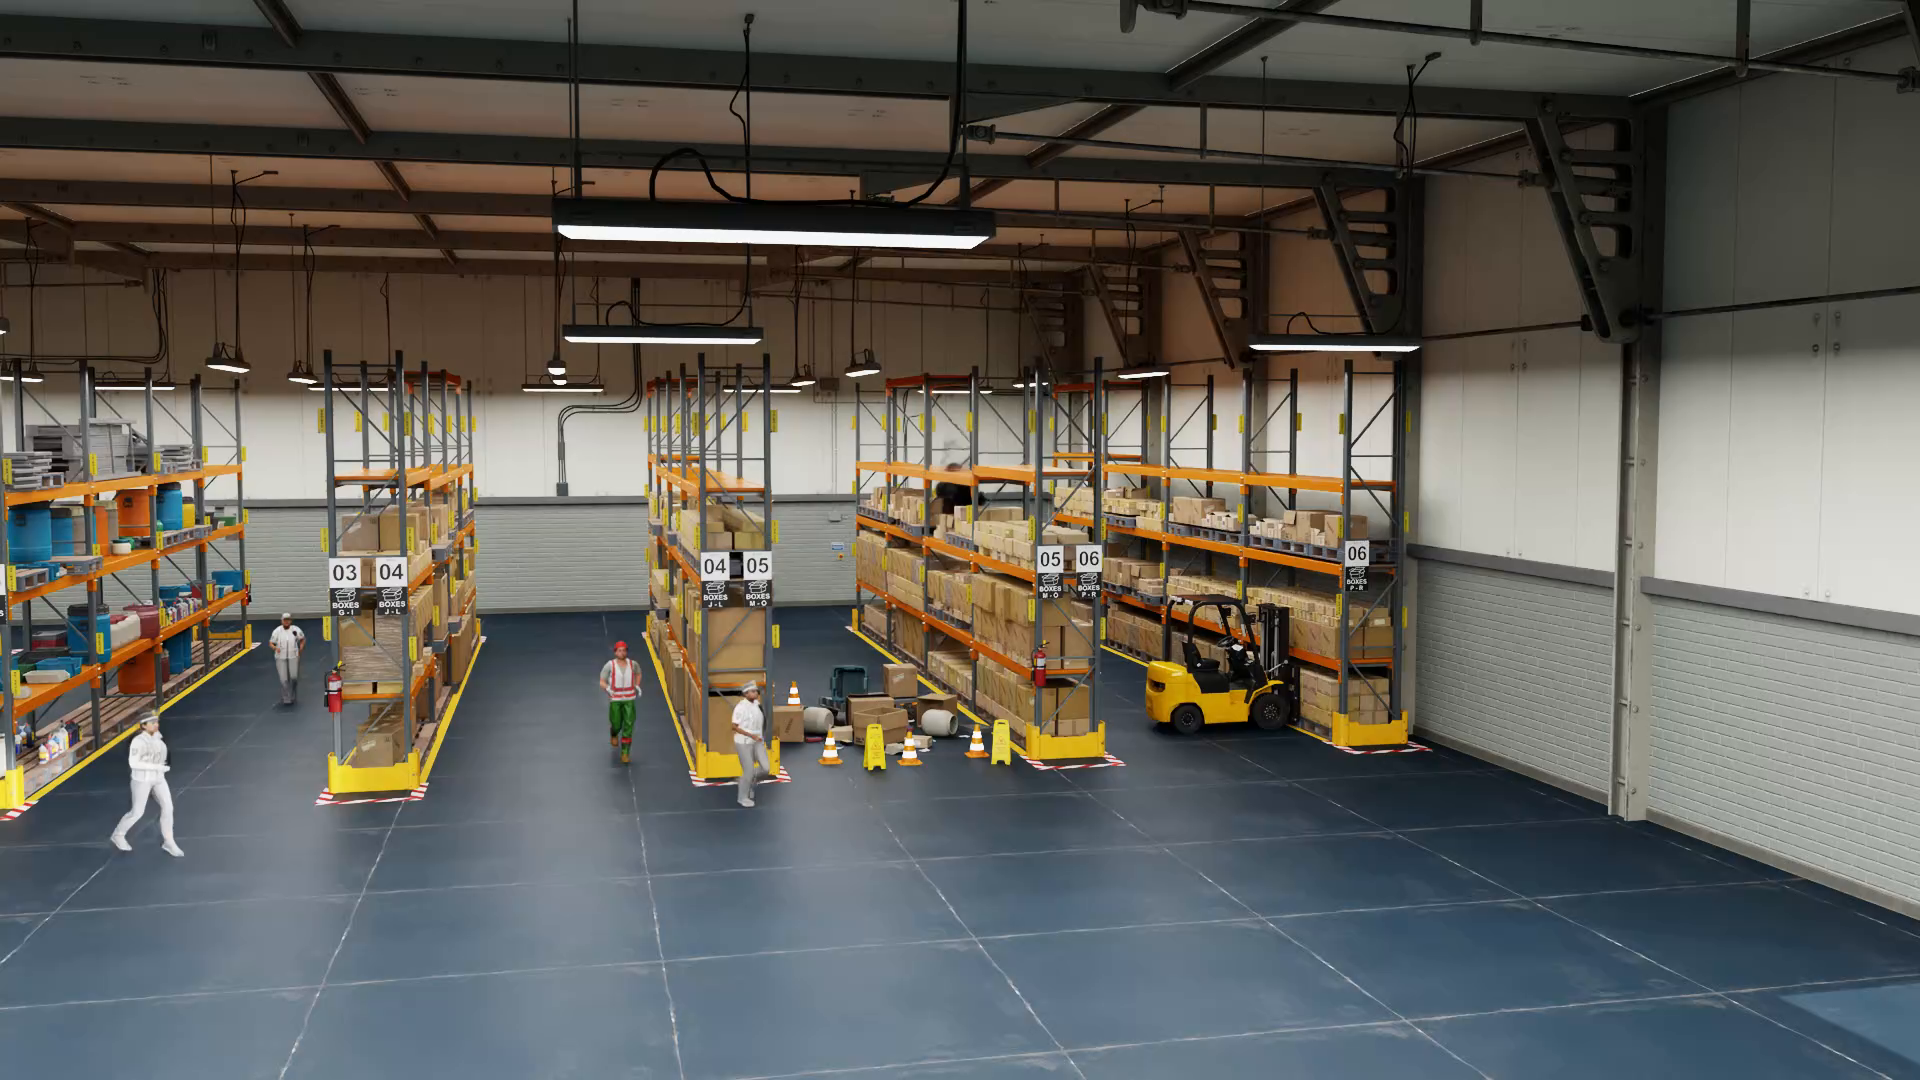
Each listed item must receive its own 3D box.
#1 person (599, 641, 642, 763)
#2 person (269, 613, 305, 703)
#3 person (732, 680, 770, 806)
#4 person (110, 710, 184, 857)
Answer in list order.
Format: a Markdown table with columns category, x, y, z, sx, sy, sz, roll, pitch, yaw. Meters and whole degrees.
| category | x | y | z | sx | sy | sz | roll | pitch | yaw |
| --- | --- | --- | --- | --- | --- | --- | --- | --- | --- |
| person | -5.045 | 2.390 | 24.836 | 0.655 | 1.769 | 0.888 | -2 | 4 | -21 |
| person | -12.021 | 2.120 | 29.741 | 0.607 | 1.624 | 0.547 | -2 | 4 | -23 |
| person | -2.716 | 2.657 | 21.778 | 0.524 | 1.664 | 0.592 | 3 | 5 | 35 |
| person | -9.461 | 2.818 | 19.320 | 0.882 | 1.719 | 0.578 | 1 | 4 | 17 |
